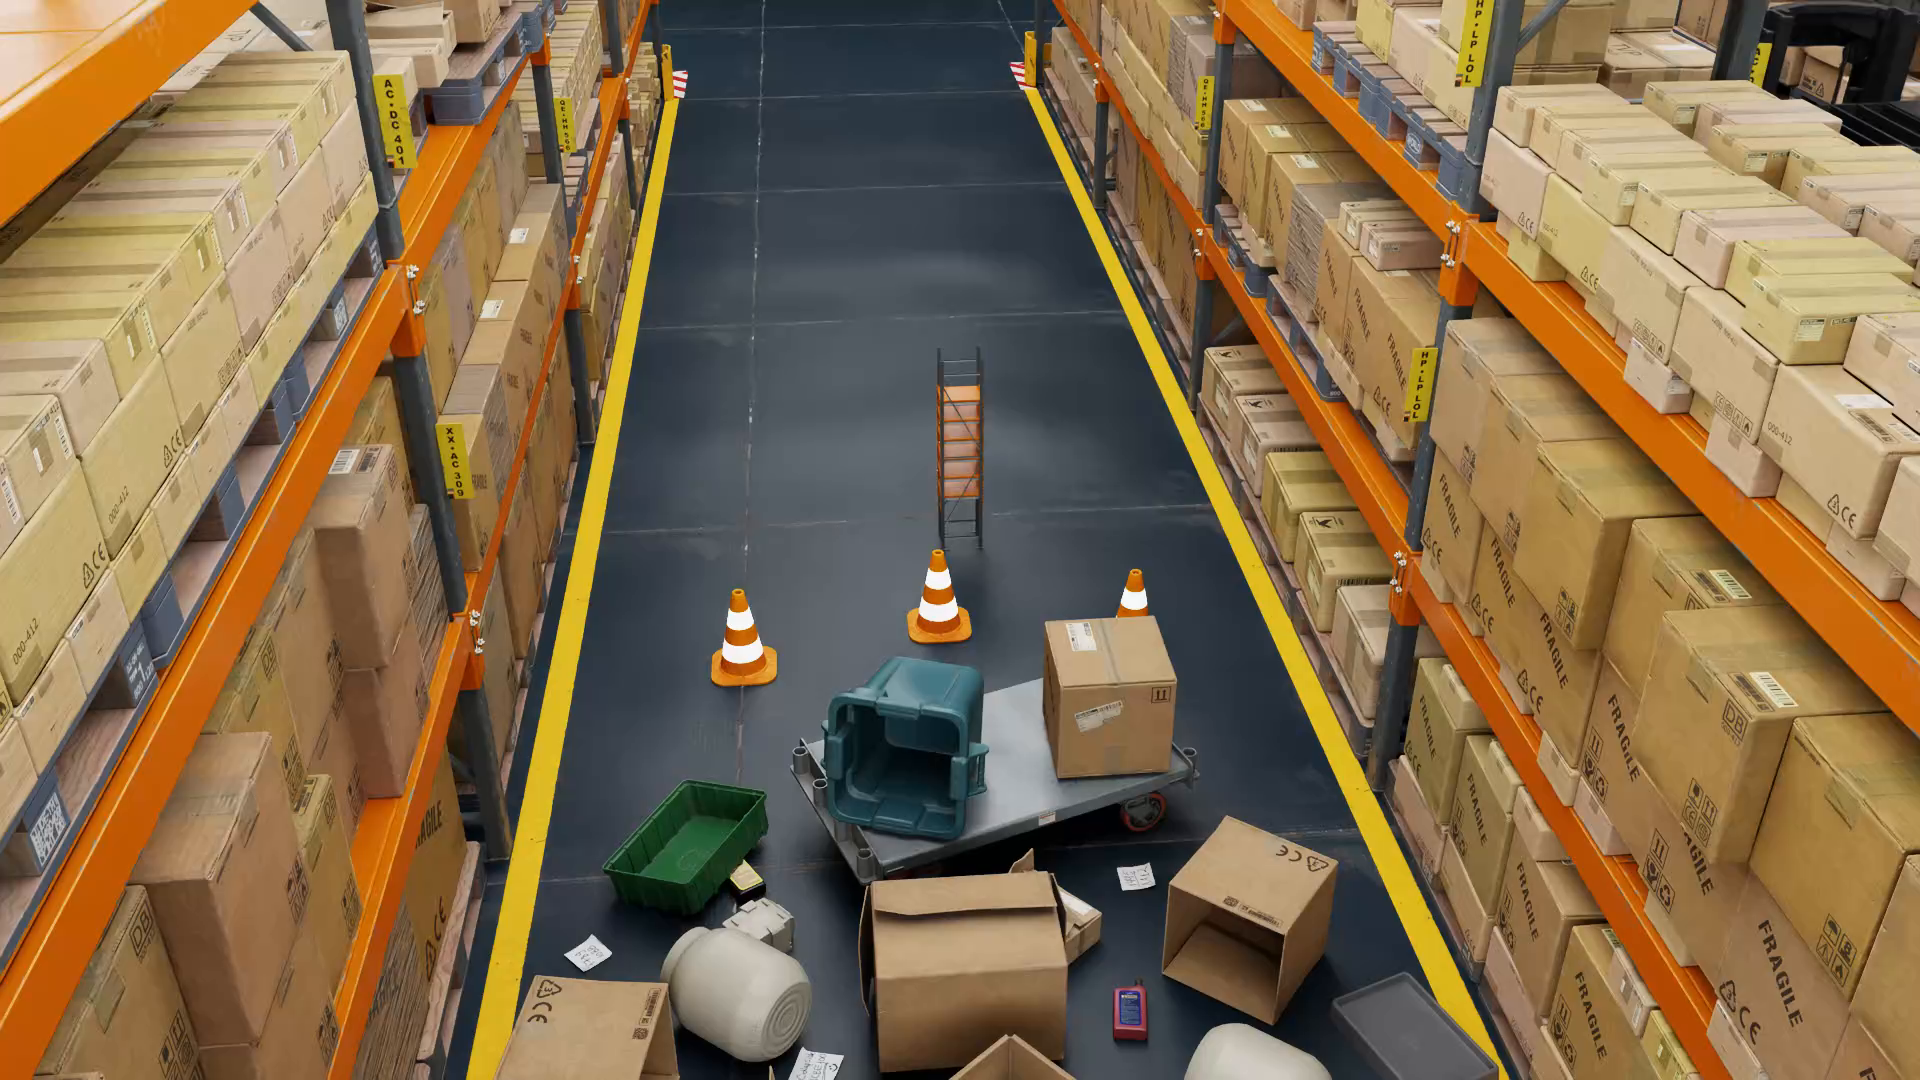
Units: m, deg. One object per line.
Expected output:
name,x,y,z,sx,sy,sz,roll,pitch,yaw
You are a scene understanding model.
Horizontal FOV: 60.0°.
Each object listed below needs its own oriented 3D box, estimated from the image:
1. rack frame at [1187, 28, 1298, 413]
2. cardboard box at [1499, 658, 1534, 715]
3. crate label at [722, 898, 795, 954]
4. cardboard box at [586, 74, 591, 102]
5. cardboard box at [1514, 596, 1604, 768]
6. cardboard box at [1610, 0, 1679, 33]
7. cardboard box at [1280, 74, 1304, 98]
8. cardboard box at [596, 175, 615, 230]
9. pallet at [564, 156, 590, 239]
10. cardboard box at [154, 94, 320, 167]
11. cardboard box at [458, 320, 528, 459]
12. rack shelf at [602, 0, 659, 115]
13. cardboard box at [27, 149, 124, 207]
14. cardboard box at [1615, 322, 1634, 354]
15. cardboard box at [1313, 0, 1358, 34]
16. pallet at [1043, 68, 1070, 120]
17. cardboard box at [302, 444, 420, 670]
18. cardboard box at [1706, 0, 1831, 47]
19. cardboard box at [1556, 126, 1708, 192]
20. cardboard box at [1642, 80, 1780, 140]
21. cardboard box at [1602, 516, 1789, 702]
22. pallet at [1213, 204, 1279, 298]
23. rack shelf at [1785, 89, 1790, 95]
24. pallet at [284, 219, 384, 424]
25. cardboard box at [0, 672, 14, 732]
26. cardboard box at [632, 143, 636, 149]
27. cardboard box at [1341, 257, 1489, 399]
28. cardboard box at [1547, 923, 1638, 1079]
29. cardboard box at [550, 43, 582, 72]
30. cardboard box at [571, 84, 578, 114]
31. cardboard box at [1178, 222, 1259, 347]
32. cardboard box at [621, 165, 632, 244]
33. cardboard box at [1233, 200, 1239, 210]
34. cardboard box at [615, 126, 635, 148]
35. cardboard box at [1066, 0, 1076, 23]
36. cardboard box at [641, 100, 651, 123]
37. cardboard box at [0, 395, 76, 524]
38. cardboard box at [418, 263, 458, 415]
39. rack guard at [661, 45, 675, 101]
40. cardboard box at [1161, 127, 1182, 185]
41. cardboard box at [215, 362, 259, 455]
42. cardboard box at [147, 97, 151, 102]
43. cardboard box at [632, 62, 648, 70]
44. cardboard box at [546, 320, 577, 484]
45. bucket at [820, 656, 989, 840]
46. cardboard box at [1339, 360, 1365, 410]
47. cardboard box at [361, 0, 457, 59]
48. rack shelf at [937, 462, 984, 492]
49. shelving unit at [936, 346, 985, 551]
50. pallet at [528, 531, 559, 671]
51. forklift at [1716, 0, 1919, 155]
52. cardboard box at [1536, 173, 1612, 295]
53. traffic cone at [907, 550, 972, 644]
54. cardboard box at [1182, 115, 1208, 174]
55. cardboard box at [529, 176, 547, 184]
rack frame,2.046,-2.201,10.510,1.000,3.000,0.127,-3,31,-5
cardboard box,2.249,0.514,6.210,0.380,0.149,0.250,-2,31,-3
crate label,-0.841,1.624,6.898,0.250,0.136,0.298,27,40,37
cardboard box,-2.911,-3.304,12.192,0.380,0.149,0.250,-4,31,-7
cardboard box,2.288,0.421,5.733,0.500,0.500,0.500,-3,31,-5
cardboard box,2.708,-2.348,7.081,0.500,0.250,0.500,-3,31,-6
cardboard box,2.244,-2.936,10.669,0.500,0.500,0.500,-4,31,-6
cardboard box,-2.827,-2.483,12.279,0.500,0.250,0.500,-4,31,-7
pallet,-3.045,-2.188,10.676,1.213,0.211,1.003,-3,31,-5
cardboard box,-2.101,-1.187,4.847,0.380,0.149,0.250,-3,31,-5
cardboard box,-2.372,-0.707,7.912,0.500,0.500,0.500,-3,31,-5
rack shelf,-3.433,-4.666,15.339,1.077,0.370,4.000,-3,31,-5
cardboard box,-2.683,-0.923,4.795,0.500,0.250,0.500,-3,31,-5
cardboard box,2.305,-0.643,5.222,0.380,0.149,0.250,-4,31,-6
cardboard box,2.217,-2.755,8.413,0.797,0.503,0.637,-3,31,-5
pallet,1.452,-4.683,17.386,1.003,0.211,1.213,-3,31,-5
cardboard box,-2.331,0.067,5.513,0.875,0.550,0.550,-3,31,-5
cardboard box,6.485,-4.184,13.323,0.700,0.500,0.500,-2,31,-4
cardboard box,2.194,-1.238,5.440,0.380,0.149,0.250,-4,31,-6
cardboard box,2.667,-1.529,5.928,0.380,0.149,0.250,-2,31,-4
cardboard box,2.430,0.258,5.031,0.700,0.500,0.500,-3,31,-5
pallet,2.219,-1.760,9.958,1.213,0.211,1.003,-3,31,-5
rack shelf,6.801,-3.153,12.805,1.077,0.370,4.000,-3,31,-5
pallet,-2.433,-0.701,5.161,1.003,0.211,1.213,-3,31,-5
cardboard box,-1.915,0.339,2.681,0.500,0.250,0.500,-3,31,-5
cardboard box,-3.134,-3.499,15.054,0.380,0.149,0.250,-3,31,-6
cardboard box,2.101,-0.987,7.681,0.500,0.500,0.500,-3,31,-4
cardboard box,2.367,1.641,5.618,0.500,0.500,0.500,-3,31,-6
cardboard box,-2.893,-3.421,11.808,0.380,0.149,0.250,-4,31,-7
cardboard box,-2.840,-3.026,11.437,0.380,0.149,0.250,-3,31,-5
cardboard box,2.065,-1.825,11.544,0.875,0.875,0.875,-3,31,-5
cardboard box,-2.926,-2.696,13.366,0.500,0.500,0.500,-3,31,-6
cardboard box,1.892,-2.098,10.174,0.380,0.149,0.250,-4,31,-7
cardboard box,-3.039,-3.495,14.467,0.380,0.149,0.250,-1,31,-2
cardboard box,1.260,-5.029,15.147,0.500,0.500,0.500,-3,31,-5
cardboard box,-3.116,-4.025,15.644,0.380,0.149,0.250,-2,31,-4
cardboard box,-1.909,-0.146,3.106,0.380,0.149,0.250,-2,31,-4
cardboard box,-2.601,-0.858,7.189,0.700,0.500,0.500,-3,31,-5
rack guard,-3.613,-4.884,17.440,1.175,0.500,0.348,-3,31,-5
cardboard box,1.677,-2.642,11.395,0.500,0.250,0.500,-2,31,-4
cardboard box,-2.003,-0.323,4.179,0.380,0.149,0.250,-3,31,-5
cardboard box,-8.428,-4.756,16.449,0.875,0.875,0.875,-3,31,-5
cardboard box,-3.240,-4.558,16.246,0.380,0.149,0.250,-4,31,-7
cardboard box,-2.905,-0.811,9.968,1.050,0.750,0.750,-3,31,-5
bucket,-0.191,0.842,7.126,0.726,0.611,0.620,8,22,13
cardboard box,2.030,-0.746,7.909,0.380,0.149,0.250,-3,31,-5
cardboard box,-2.463,-2.289,7.356,0.396,0.266,0.258,-3,31,-5
rack shelf,0.001,-0.367,9.515,0.258,0.103,0.180,-3,31,-5
shelving unit,0.001,-0.508,9.430,0.258,1.200,0.189,-3,31,-5
pallet,-2.763,0.313,9.021,1.003,0.211,1.213,-3,31,-5
forklift,4.602,-1.264,9.009,1.130,2.935,3.031,-3,31,-4
cardboard box,2.246,-1.009,5.446,0.500,0.250,0.500,-3,31,-5
traffic cone,-0.112,0.264,8.857,0.336,0.463,0.334,-3,31,-5
cardboard box,1.748,-2.586,10.814,0.500,0.250,0.500,-3,31,-5
cardboard box,-2.713,-2.223,10.382,0.380,0.149,0.250,-3,31,-5
